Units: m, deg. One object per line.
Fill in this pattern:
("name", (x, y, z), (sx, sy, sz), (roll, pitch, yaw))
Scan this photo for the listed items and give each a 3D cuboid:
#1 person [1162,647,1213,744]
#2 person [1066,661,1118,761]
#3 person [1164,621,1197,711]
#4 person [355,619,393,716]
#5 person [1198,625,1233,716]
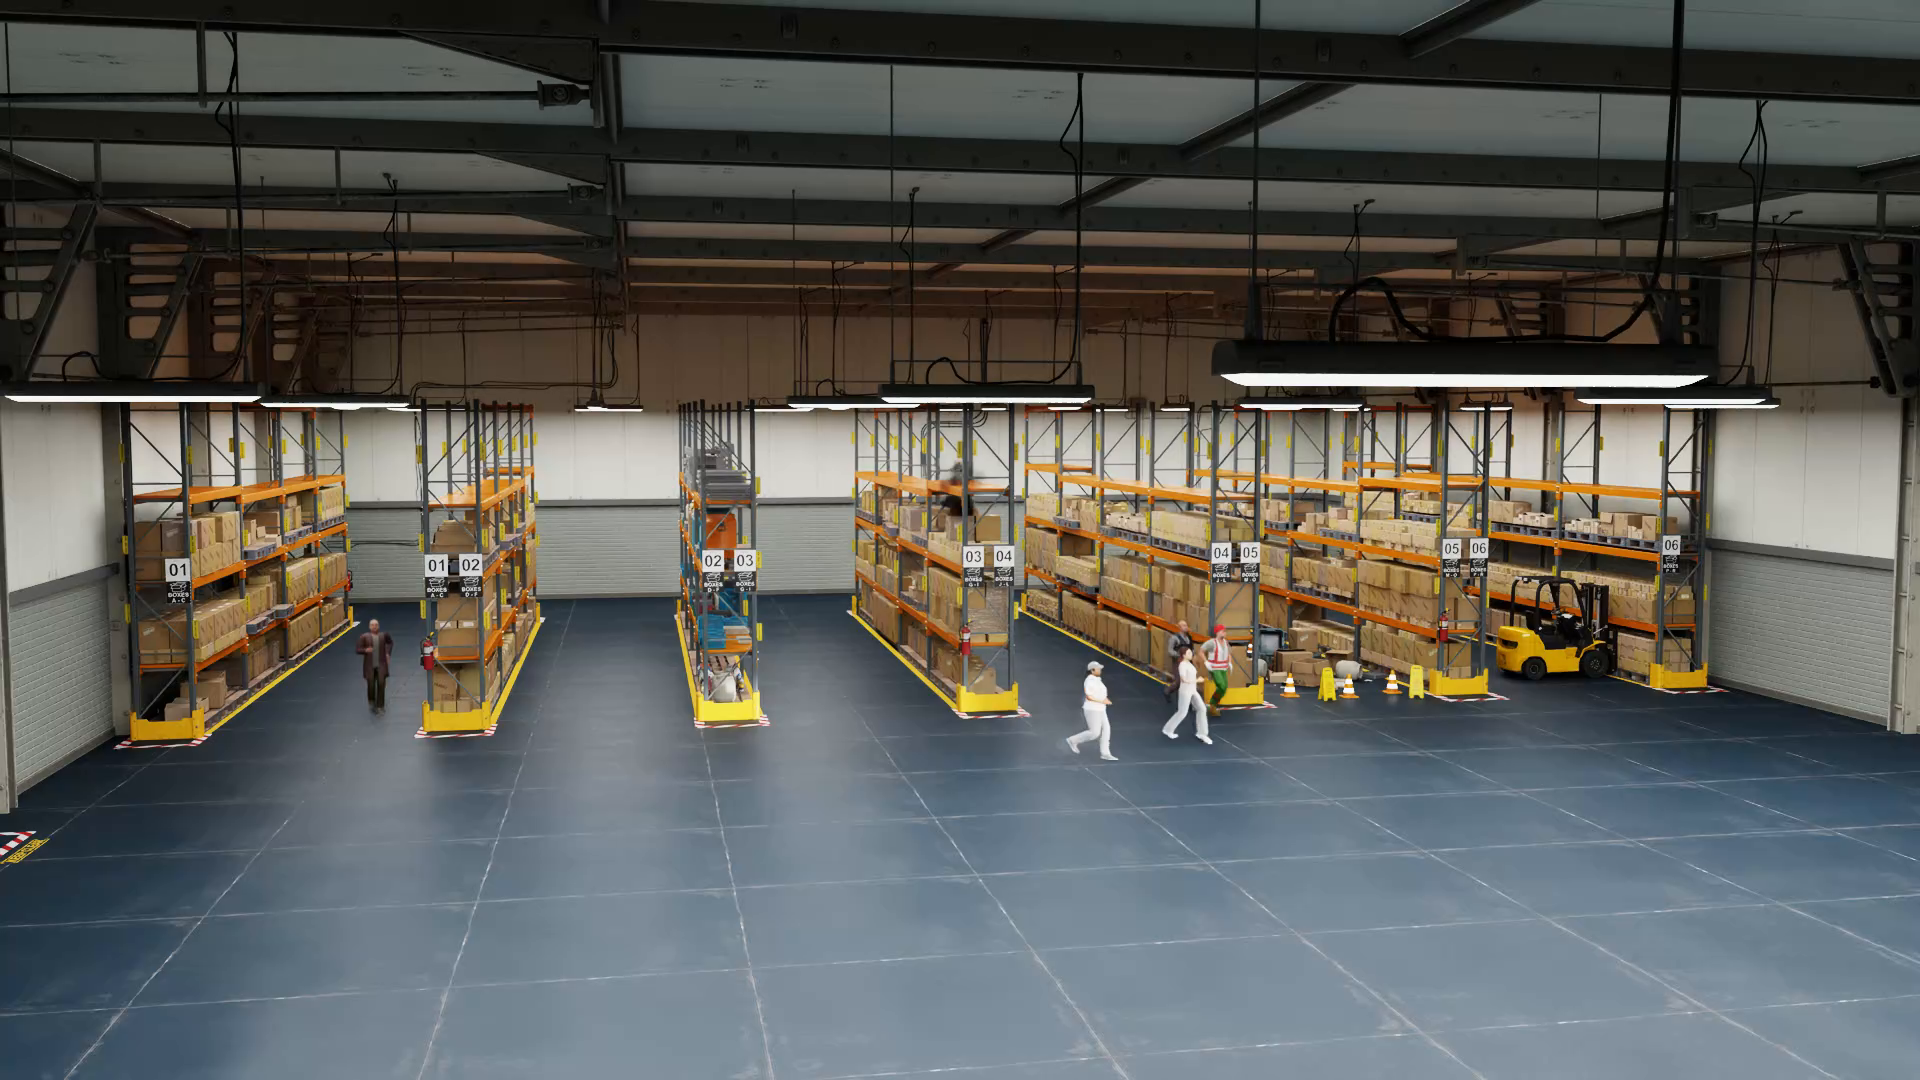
("person", (3.986, 2.701, 29.092), (0.886, 1.689, 0.569), (2, 5, 30))
("person", (2.199, 2.830, 27.504), (0.849, 1.659, 0.607), (1, 4, 14))
("person", (4.321, 2.429, 32.448), (0.685, 1.723, 0.771), (-3, 5, -31))
("person", (-11.158, 2.407, 31.732), (0.708, 1.785, 1.000), (-2, 5, -24))
("person", (4.919, 2.470, 31.466), (0.679, 1.742, 0.574), (-3, 5, -33))
